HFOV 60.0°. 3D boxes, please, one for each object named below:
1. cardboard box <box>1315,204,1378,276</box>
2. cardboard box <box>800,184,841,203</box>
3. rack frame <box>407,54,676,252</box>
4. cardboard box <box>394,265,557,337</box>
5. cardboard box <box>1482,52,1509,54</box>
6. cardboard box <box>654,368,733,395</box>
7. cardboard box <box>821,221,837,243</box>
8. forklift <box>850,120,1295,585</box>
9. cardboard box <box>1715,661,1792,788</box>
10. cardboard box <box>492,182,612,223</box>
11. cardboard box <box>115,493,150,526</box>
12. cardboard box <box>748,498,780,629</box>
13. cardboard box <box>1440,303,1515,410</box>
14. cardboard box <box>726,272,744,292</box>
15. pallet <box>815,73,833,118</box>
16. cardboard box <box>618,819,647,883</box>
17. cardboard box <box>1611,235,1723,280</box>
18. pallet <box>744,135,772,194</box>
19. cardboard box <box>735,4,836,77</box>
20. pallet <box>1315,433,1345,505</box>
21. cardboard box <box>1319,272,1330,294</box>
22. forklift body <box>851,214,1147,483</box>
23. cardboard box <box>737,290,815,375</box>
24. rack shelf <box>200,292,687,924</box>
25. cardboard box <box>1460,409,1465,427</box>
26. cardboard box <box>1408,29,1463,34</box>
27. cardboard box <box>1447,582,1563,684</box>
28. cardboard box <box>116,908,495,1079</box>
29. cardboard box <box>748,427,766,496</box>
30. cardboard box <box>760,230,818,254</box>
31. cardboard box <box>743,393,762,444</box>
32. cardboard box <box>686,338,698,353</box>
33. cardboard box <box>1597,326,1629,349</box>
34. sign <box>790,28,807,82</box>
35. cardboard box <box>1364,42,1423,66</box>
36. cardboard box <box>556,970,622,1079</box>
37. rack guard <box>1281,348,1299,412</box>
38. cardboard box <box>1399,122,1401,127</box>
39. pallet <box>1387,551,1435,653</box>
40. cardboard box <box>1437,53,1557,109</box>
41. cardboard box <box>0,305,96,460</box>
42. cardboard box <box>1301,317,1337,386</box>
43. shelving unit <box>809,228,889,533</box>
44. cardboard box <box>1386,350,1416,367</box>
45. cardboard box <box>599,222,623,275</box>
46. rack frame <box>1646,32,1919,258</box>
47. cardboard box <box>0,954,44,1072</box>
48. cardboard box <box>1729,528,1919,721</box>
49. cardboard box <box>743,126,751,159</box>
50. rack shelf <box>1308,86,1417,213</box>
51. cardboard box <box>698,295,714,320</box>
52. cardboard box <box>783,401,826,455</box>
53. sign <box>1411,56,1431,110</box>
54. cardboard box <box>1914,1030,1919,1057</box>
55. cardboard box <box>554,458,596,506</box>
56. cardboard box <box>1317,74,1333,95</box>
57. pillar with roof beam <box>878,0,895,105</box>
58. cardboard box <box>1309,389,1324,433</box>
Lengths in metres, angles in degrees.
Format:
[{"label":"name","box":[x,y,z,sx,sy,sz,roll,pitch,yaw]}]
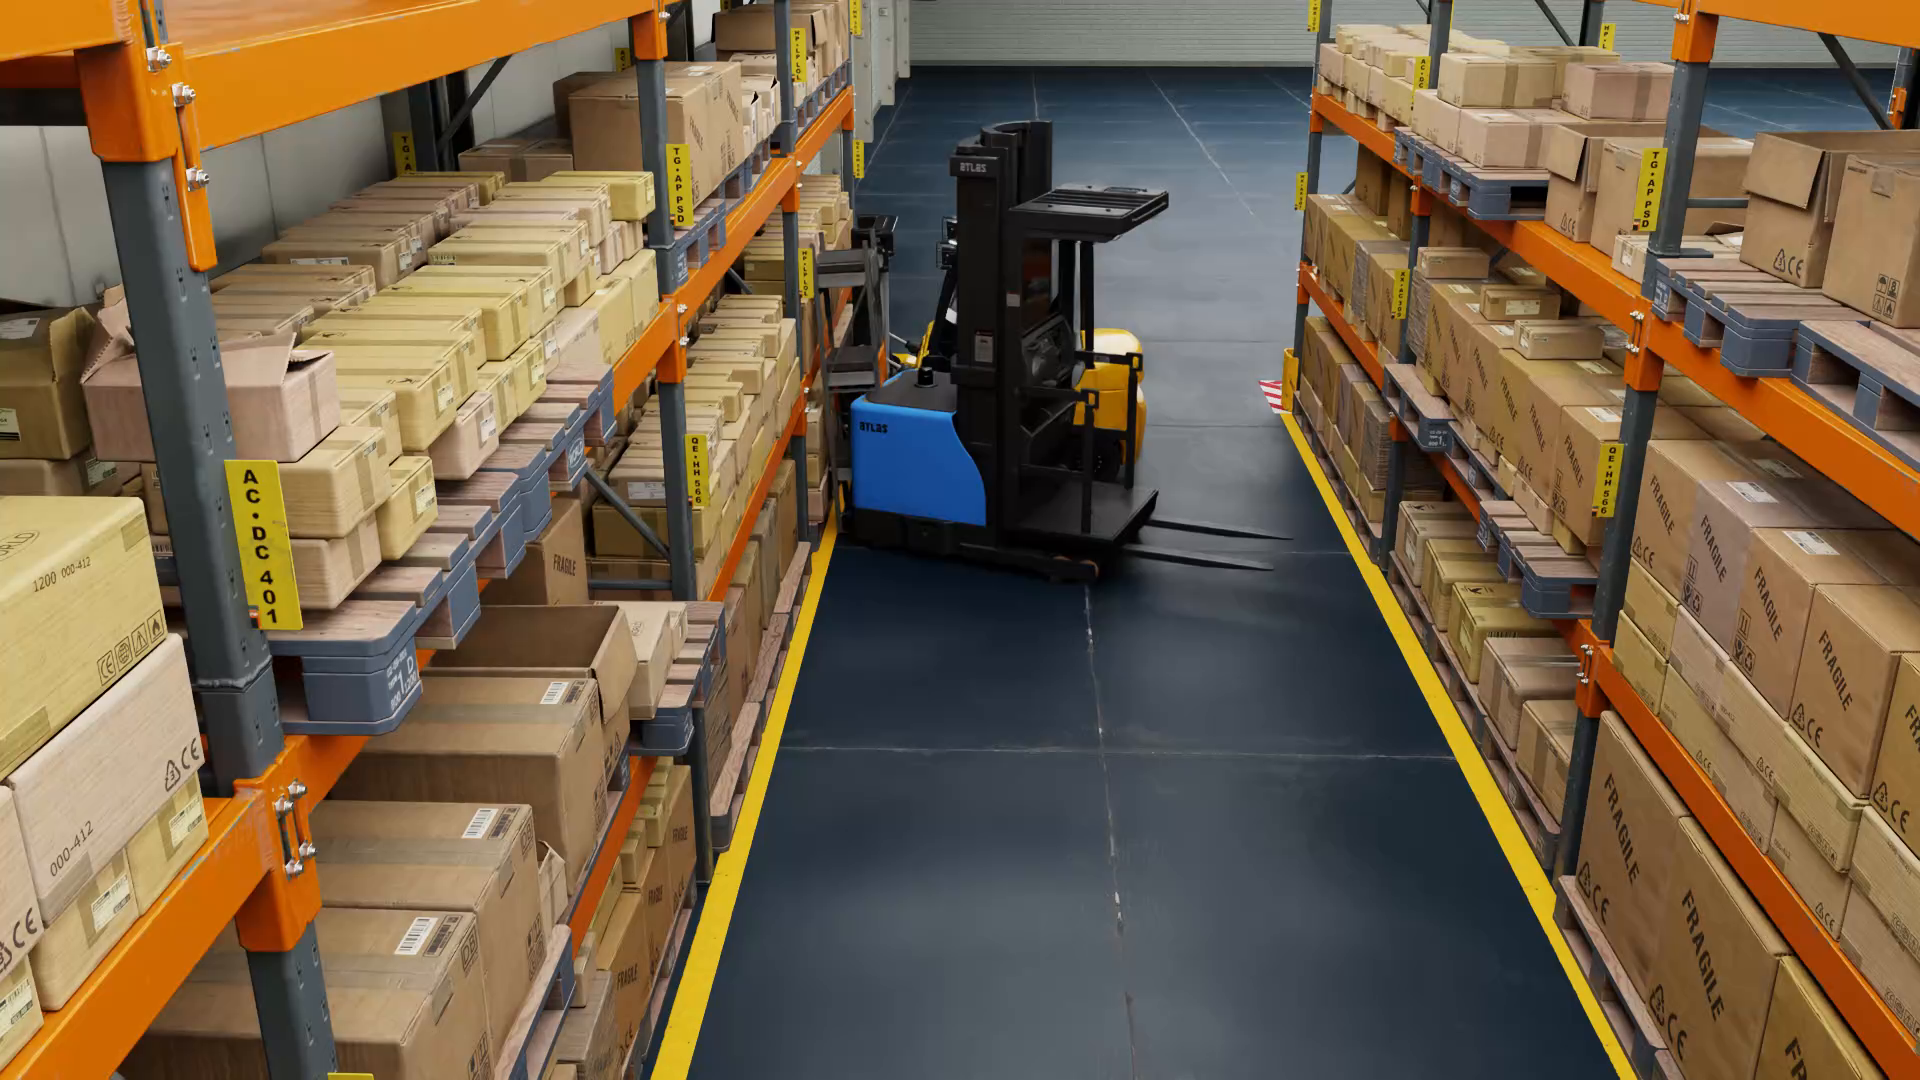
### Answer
[{"label":"cardboard box","box":[3.225,-2.467,13.692,0.500,0.500,0.500,1,21,3]},{"label":"cardboard box","box":[-1.190,-2.862,13.813,0.380,0.149,0.250,1,21,3]},{"label":"rack frame","box":[-1.676,-2.595,6.278,1.000,3.000,0.127,1,21,2]},{"label":"cardboard box","box":[-1.362,-0.675,4.693,0.380,0.149,0.250,1,21,2]},{"label":"cardboard box","box":[3.774,-3.239,11.329,0.380,0.149,0.250,0,21,1]},{"label":"cardboard box","box":[-1.432,-0.821,8.964,0.380,0.149,0.250,1,21,2]},{"label":"cardboard box","box":[-1.178,-2.447,13.155,0.380,0.149,0.250,1,21,2]},{"label":"forklift","box":[0.786,-1.281,11.279,3.031,2.935,1.130,8,23,21]},{"label":"cardboard box","box":[2.979,0.639,5.751,0.500,0.250,0.500,1,21,1]},{"label":"cardboard box","box":[-1.504,-1.230,6.150,0.380,0.149,0.250,0,21,0]},{"label":"cardboard box","box":[-1.857,0.014,3.328,0.380,0.149,0.250,1,21,1]},{"label":"cardboard box","box":[-1.590,0.136,10.234,0.875,0.625,0.625,0,21,1]},{"label":"cardboard box","box":[3.063,-1.046,9.449,0.500,0.500,0.500,1,21,1]},{"label":"cardboard box","box":[-1.792,-1.637,11.963,0.500,0.500,0.500,1,21,2]},{"label":"pallet","box":[-1.514,-3.351,12.493,1.003,0.211,1.213,1,21,2]},{"label":"cardboard box","box":[-1.467,1.244,6.655,0.380,0.149,0.250,0,21,0]},{"label":"cardboard box","box":[3.085,-1.233,7.260,0.380,0.149,0.250,1,21,2]},{"label":"pallet","box":[-1.568,-2.235,9.760,0.805,0.209,1.217,0,21,-1]},{"label":"cardboard box","box":[-1.333,-3.846,12.792,0.700,0.500,0.500,1,21,2]},{"label":"pallet","box":[3.427,-0.577,13.224,1.003,0.211,1.213,1,21,2]},{"label":"cardboard box","box":[3.176,-2.122,13.699,0.380,0.149,0.250,1,21,2]},{"label":"forklift body","box":[0.333,-1.590,13.152,2.313,2.155,1.214,1,21,2]},{"label":"cardboard box","box":[-1.280,-1.449,11.478,0.500,0.500,0.500,0,21,0]},{"label":"rack shelf","box":[-1.737,-0.138,5.087,1.077,0.370,4.000,1,21,2]},{"label":"cardboard box","box":[3.067,-0.698,9.449,0.380,0.149,0.250,1,21,2]},{"label":"cardboard box","box":[3.778,-3.980,13.238,0.380,0.149,0.250,0,21,1]},{"label":"cardboard box","box":[3.356,0.539,9.545,0.950,0.372,0.625,1,21,3]},{"label":"cardboard box","box":[-1.559,1.233,3.986,0.700,0.500,0.500,1,21,3]},{"label":"cardboard box","box":[-1.372,-0.442,9.228,0.500,0.250,0.500,1,21,3]},{"label":"cardboard box","box":[-1.221,-2.124,11.911,0.380,0.149,0.250,1,21,3]},{"label":"cardboard box","box":[-1.377,-0.674,9.137,0.500,0.250,0.500,1,21,2]},{"label":"cardboard box","box":[-1.851,-1.046,10.093,0.500,0.250,0.500,0,21,1]},{"label":"cardboard box","box":[3.572,-0.848,8.937,0.500,0.500,0.500,0,21,0]},{"label":"sign","box":[-1.011,-3.028,10.391,0.100,0.325,0.005,1,21,2]},{"label":"cardboard box","box":[3.151,-3.523,12.060,0.380,0.149,0.250,1,21,2]},{"label":"cardboard box","box":[-1.510,1.884,5.900,0.500,0.500,0.500,0,21,0]},{"label":"rack guard","box":[3.527,-1.445,15.062,1.175,0.500,0.348,1,21,2]},{"label":"cardboard box","box":[3.246,-2.864,11.465,0.380,0.149,0.250,0,21,0]},{"label":"pallet","box":[3.385,0.390,10.732,1.003,0.211,1.213,1,21,2]},{"label":"cardboard box","box":[2.984,-2.562,9.273,0.500,0.250,0.500,0,21,0]},{"label":"cardboard box","box":[-1.857,-0.319,3.203,0.396,0.266,0.258,0,21,1]},{"label":"cardboard box","box":[3.228,-1.604,14.200,0.500,0.500,0.500,0,21,0]},{"label":"shelving unit","box":[-0.747,-1.132,11.941,0.431,2.100,0.503,-3,20,4]},{"label":"cardboard box","box":[3.112,-1.194,11.306,0.380,0.149,0.250,0,21,1]},{"label":"cardboard box","box":[-1.473,-1.088,6.197,0.380,0.149,0.250,0,21,0]},{"label":"rack frame","box":[3.286,-2.542,6.140,1.000,3.000,0.127,1,21,2]},{"label":"cardboard box","box":[-1.541,0.685,2.317,0.380,0.149,0.250,1,21,3]},{"label":"cardboard box","box":[2.990,0.284,5.630,0.500,0.500,0.500,1,21,3]},{"label":"cardboard box","box":[-1.307,-2.089,8.747,0.380,0.149,0.250,0,21,1]},{"label":"rack shelf","box":[3.468,-2.978,12.404,1.077,0.370,4.000,1,21,2]},{"label":"cardboard box","box":[-1.779,-1.469,10.633,0.380,0.149,0.250,0,21,0]},{"label":"cardboard box","box":[-1.226,-0.796,11.773,0.500,0.250,0.500,0,21,1]},{"label":"sign","box":[2.865,-2.834,10.325,0.100,0.325,0.005,1,21,2]},{"label":"cardboard box","box":[2.942,1.422,4.425,0.500,0.250,0.500,0,21,1]},{"label":"cardboard box","box":[-1.868,-0.267,7.536,0.380,0.149,0.250,1,21,3]},{"label":"cardboard box","box":[3.194,-3.803,13.883,0.380,0.149,0.250,1,21,2]},{"label":"pillar with roof beam","box":[2.678,-13.876,35.351,9.100,9.000,0.400,1,21,2]},{"label":"cardboard box","box":[3.205,-1.079,13.882,0.500,0.250,0.500,1,21,4]}]
